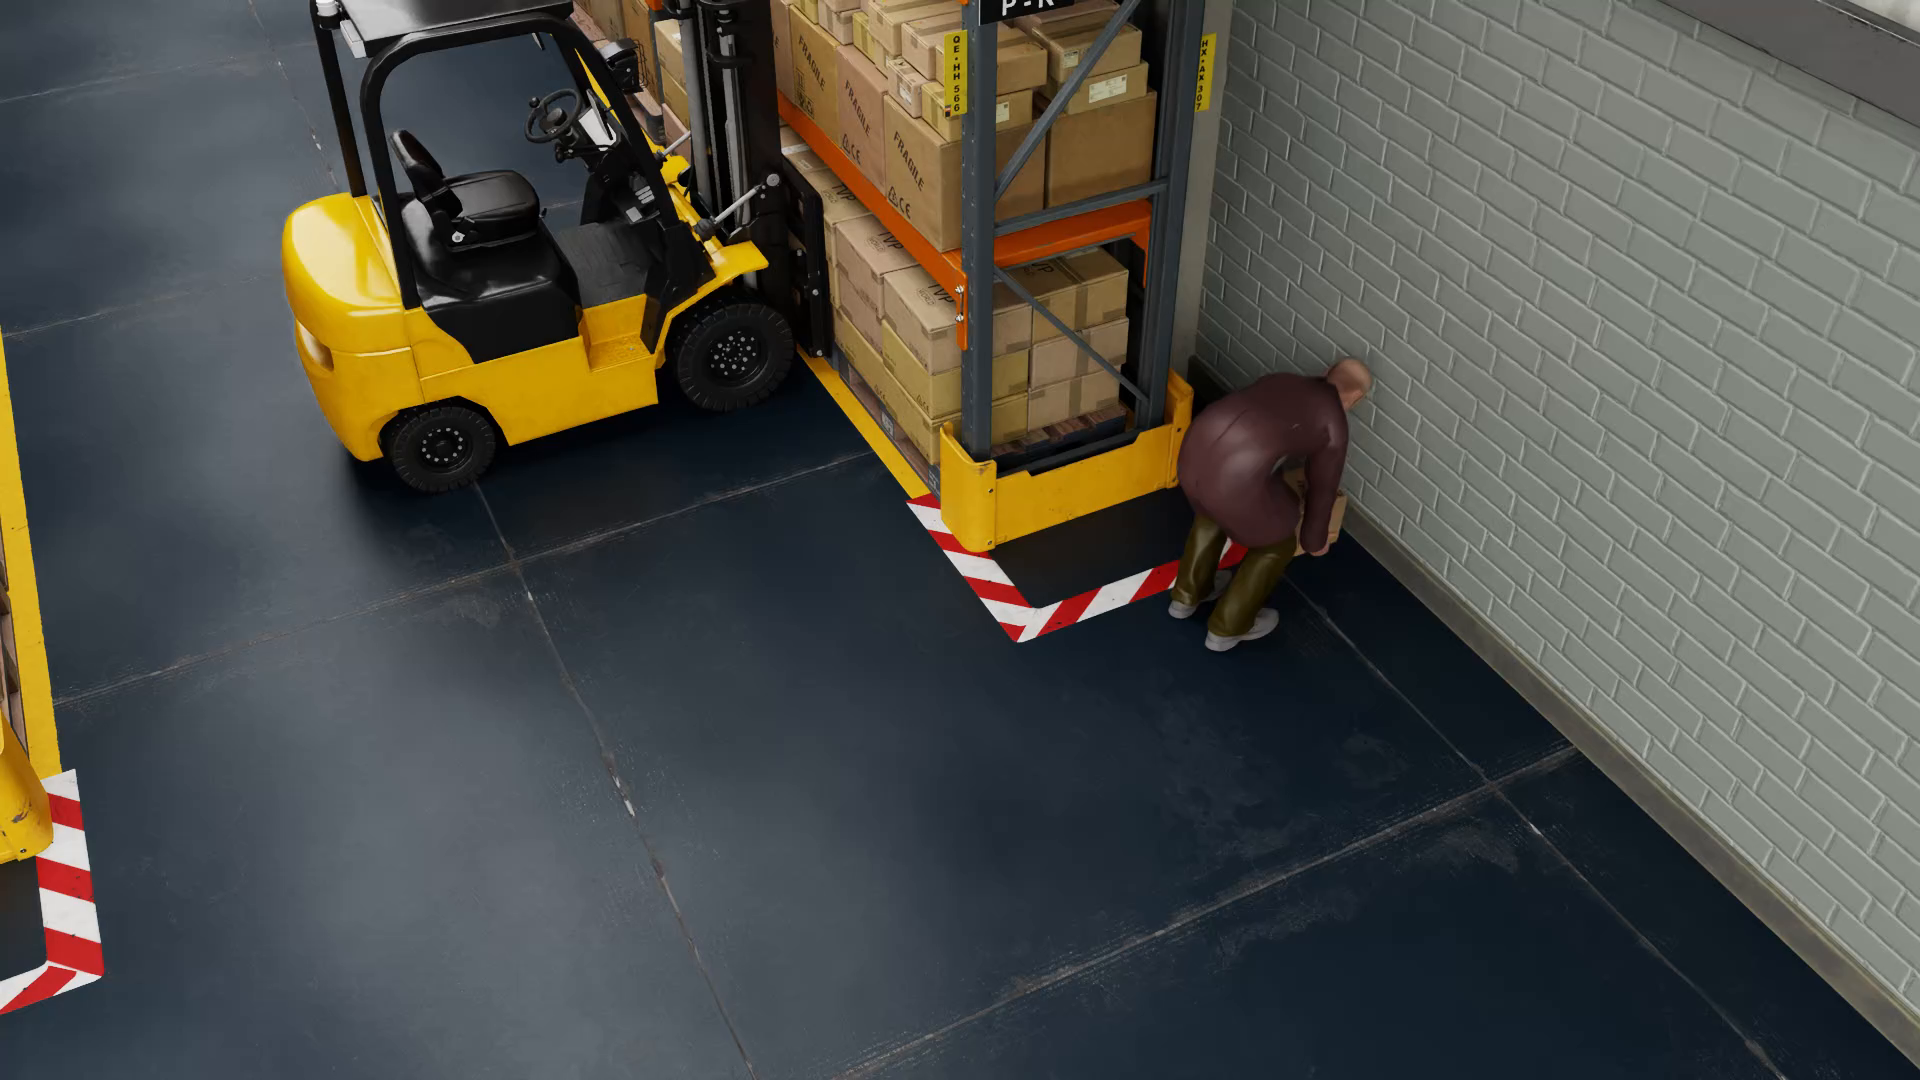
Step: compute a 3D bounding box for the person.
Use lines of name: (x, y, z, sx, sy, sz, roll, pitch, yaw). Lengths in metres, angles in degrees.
person: (1.289, -0.176, 6.873, 0.950, 1.127, 0.571, -26, 47, -27)
